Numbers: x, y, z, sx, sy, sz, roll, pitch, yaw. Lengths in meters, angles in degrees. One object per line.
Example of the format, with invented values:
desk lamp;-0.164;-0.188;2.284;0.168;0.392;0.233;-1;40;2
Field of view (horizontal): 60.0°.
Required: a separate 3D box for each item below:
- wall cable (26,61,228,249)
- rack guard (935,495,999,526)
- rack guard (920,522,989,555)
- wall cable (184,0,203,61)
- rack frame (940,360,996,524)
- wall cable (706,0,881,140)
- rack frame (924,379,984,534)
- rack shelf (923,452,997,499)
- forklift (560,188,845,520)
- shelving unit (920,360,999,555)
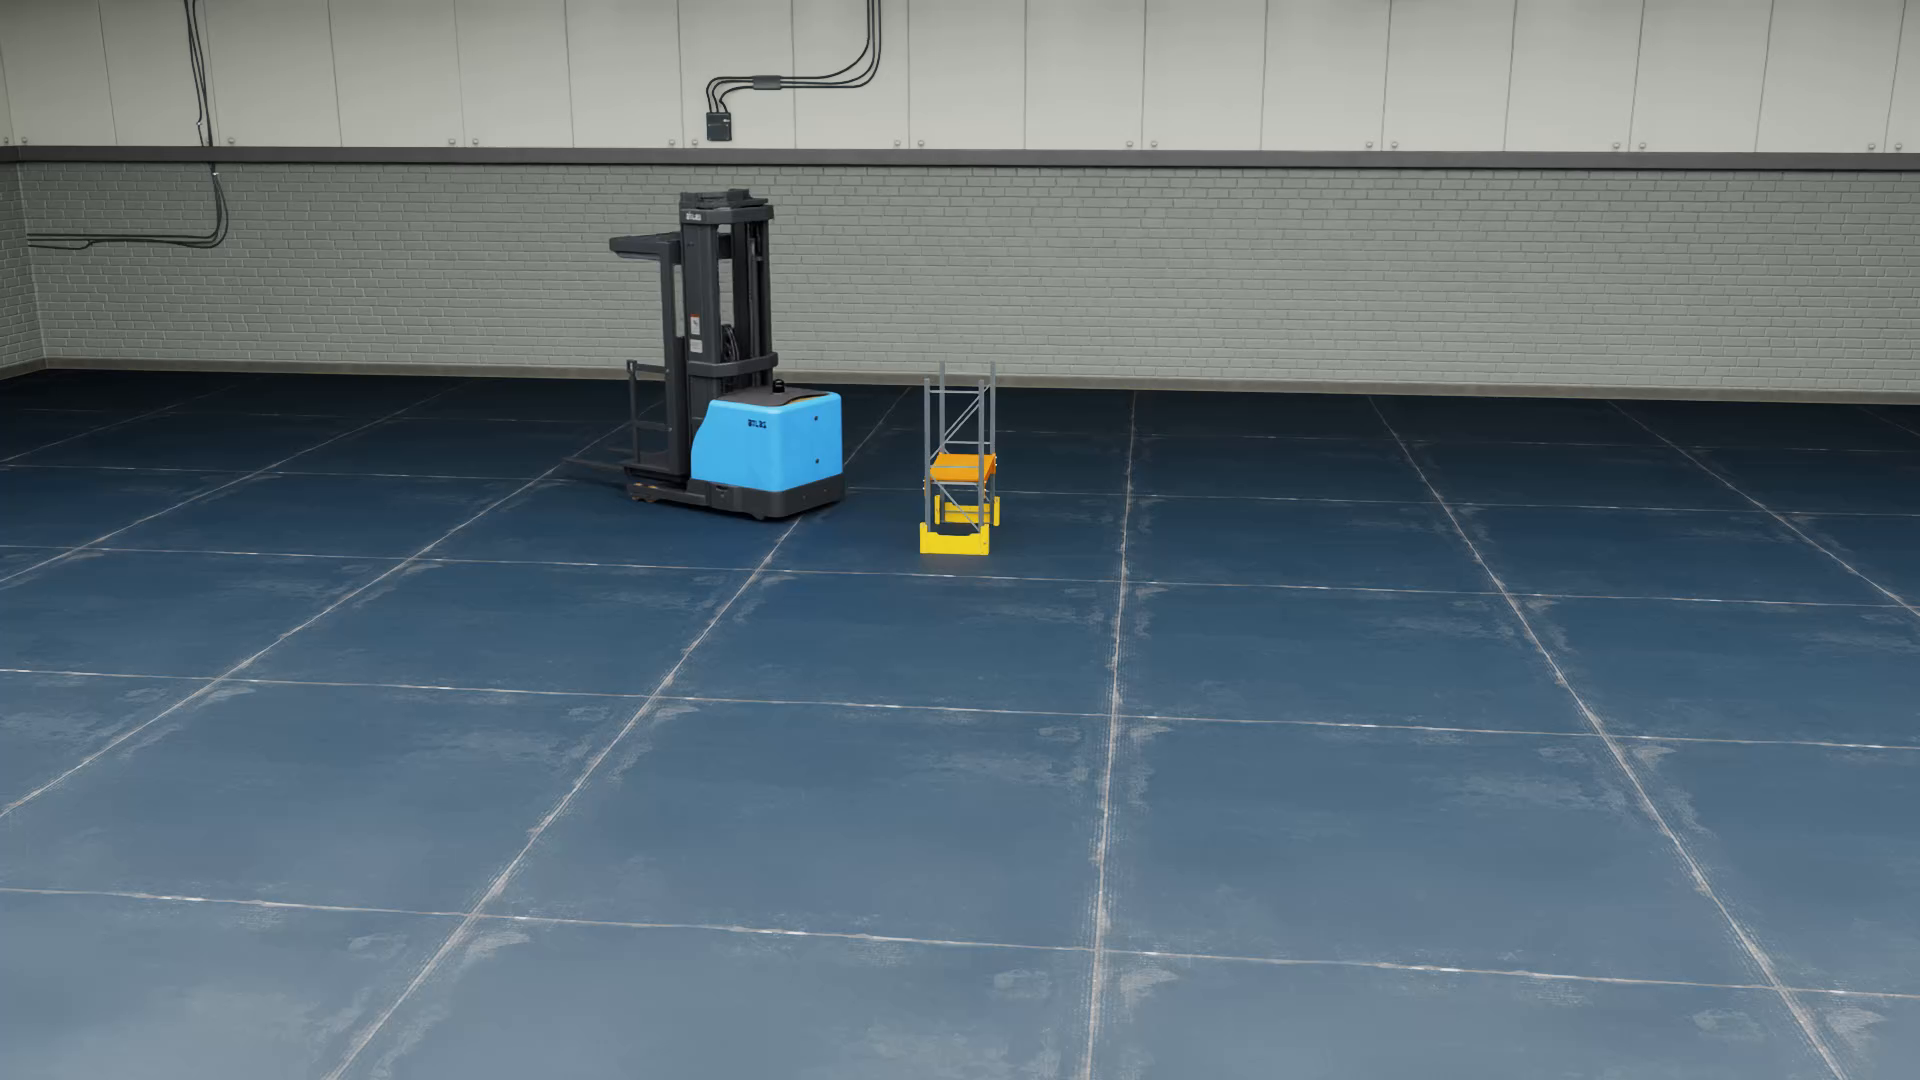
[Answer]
wall cable;-11.587;-5.242;22.757;3.097;2.526;0.112;2;15;6
rack guard;0.065;-0.270;15.180;0.587;0.250;0.087;2;15;6
rack guard;-0.048;-0.011;14.225;0.587;0.250;0.087;2;15;6
wall cable;-8.899;-7.600;21.803;3.097;2.526;0.112;2;15;6
rack frame;0.067;-0.878;15.036;0.500;1.500;0.032;2;15;6
wall cable;-2.156;-8.099;20.859;2.305;6.003;0.169;2;15;6
rack frame;-0.048;-0.614;14.061;0.500;1.500;0.032;2;15;6
rack shelf;0.010;-0.572;14.595;0.538;0.185;1.000;2;15;6
forklift;-2.612;-1.873;15.974;3.031;2.935;1.130;10;18;33
shelving unit;0.009;-0.744;14.539;0.587;1.500;1.083;2;15;6
